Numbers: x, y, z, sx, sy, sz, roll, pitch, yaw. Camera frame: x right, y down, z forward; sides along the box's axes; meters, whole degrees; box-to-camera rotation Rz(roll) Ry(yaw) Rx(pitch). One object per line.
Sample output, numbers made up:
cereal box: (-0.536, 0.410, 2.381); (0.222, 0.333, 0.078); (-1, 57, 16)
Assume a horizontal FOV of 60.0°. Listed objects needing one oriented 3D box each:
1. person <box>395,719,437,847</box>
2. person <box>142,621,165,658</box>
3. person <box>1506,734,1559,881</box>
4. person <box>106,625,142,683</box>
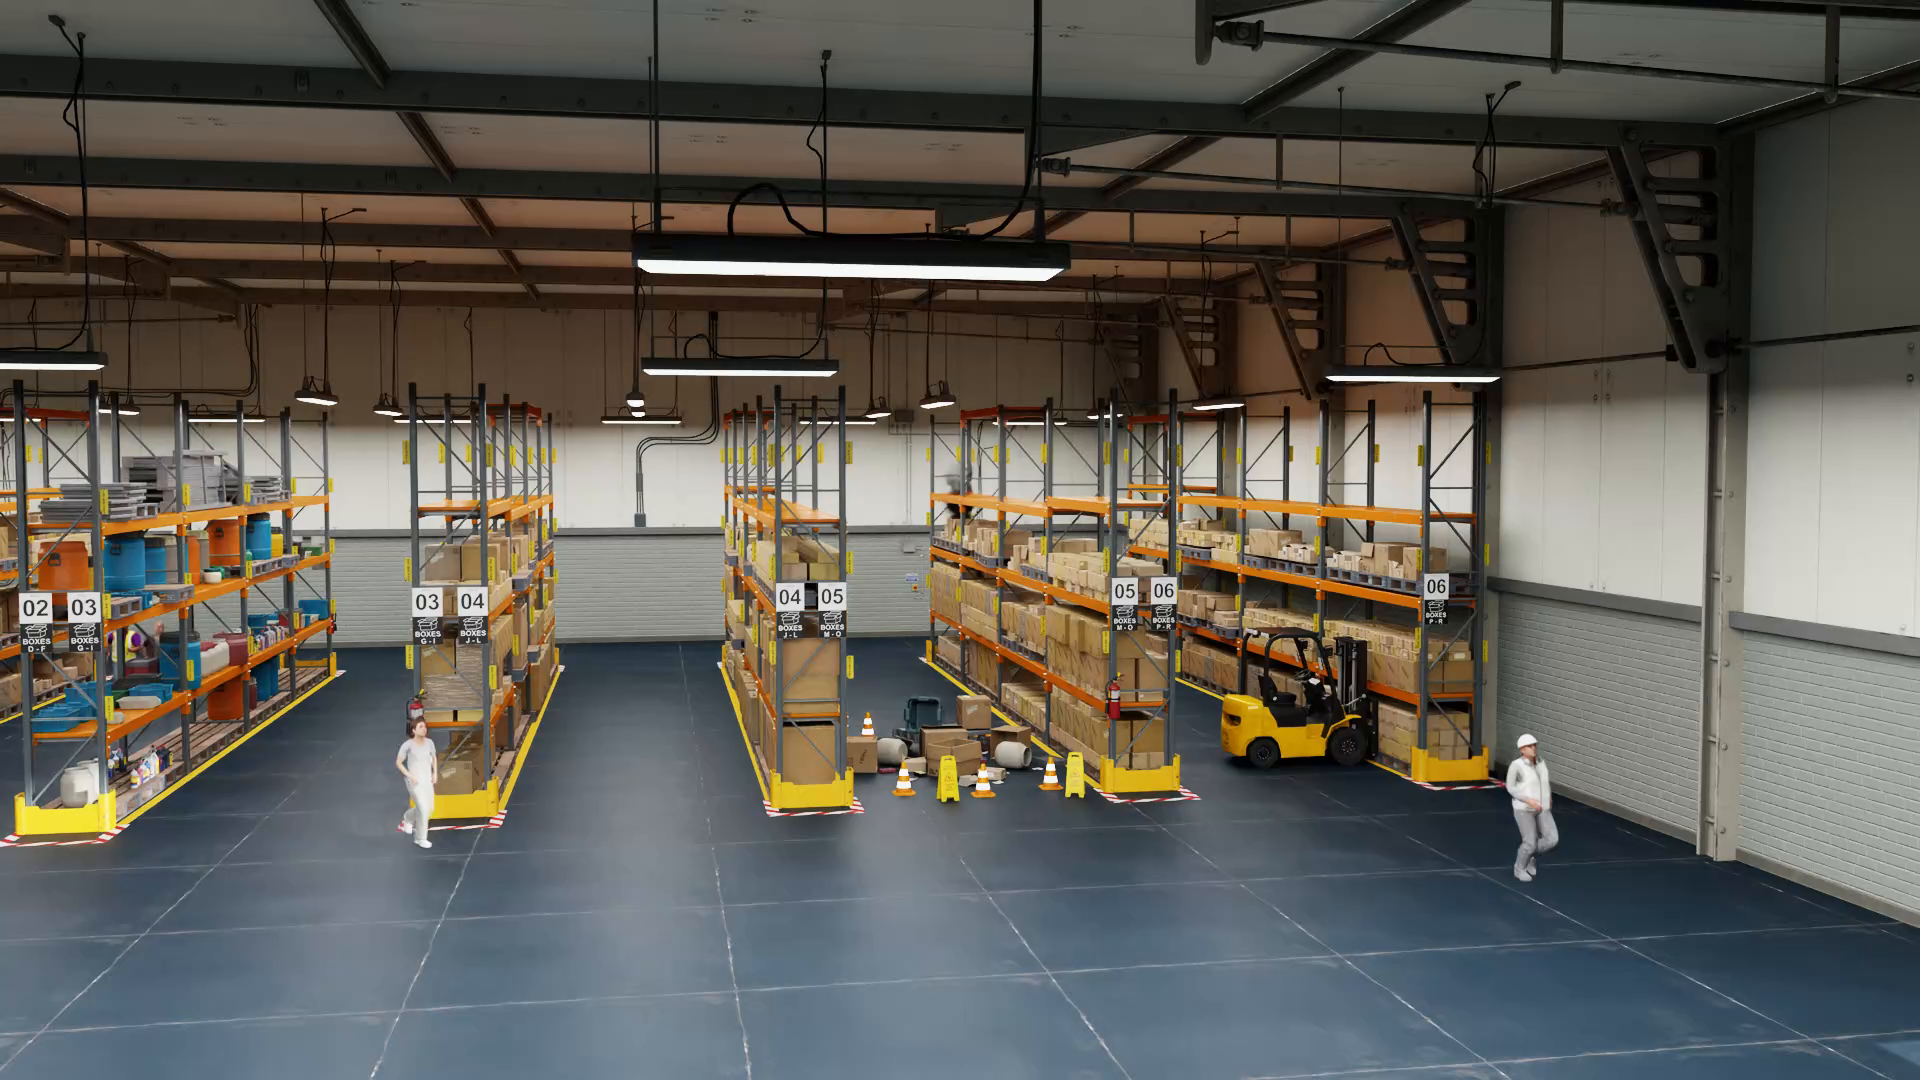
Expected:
person: (-7.012, 3.111, 21.455); (0.640, 1.635, 0.591); (2, 4, 36)
person: (-15.445, 2.458, 32.081); (0.697, 1.782, 0.999); (-1, 3, -15)
person: (6.734, 3.145, 19.512); (0.672, 1.731, 0.552); (-1, 3, -21)
person: (-16.659, 2.447, 33.128); (0.671, 1.814, 0.832); (-1, 3, -21)
